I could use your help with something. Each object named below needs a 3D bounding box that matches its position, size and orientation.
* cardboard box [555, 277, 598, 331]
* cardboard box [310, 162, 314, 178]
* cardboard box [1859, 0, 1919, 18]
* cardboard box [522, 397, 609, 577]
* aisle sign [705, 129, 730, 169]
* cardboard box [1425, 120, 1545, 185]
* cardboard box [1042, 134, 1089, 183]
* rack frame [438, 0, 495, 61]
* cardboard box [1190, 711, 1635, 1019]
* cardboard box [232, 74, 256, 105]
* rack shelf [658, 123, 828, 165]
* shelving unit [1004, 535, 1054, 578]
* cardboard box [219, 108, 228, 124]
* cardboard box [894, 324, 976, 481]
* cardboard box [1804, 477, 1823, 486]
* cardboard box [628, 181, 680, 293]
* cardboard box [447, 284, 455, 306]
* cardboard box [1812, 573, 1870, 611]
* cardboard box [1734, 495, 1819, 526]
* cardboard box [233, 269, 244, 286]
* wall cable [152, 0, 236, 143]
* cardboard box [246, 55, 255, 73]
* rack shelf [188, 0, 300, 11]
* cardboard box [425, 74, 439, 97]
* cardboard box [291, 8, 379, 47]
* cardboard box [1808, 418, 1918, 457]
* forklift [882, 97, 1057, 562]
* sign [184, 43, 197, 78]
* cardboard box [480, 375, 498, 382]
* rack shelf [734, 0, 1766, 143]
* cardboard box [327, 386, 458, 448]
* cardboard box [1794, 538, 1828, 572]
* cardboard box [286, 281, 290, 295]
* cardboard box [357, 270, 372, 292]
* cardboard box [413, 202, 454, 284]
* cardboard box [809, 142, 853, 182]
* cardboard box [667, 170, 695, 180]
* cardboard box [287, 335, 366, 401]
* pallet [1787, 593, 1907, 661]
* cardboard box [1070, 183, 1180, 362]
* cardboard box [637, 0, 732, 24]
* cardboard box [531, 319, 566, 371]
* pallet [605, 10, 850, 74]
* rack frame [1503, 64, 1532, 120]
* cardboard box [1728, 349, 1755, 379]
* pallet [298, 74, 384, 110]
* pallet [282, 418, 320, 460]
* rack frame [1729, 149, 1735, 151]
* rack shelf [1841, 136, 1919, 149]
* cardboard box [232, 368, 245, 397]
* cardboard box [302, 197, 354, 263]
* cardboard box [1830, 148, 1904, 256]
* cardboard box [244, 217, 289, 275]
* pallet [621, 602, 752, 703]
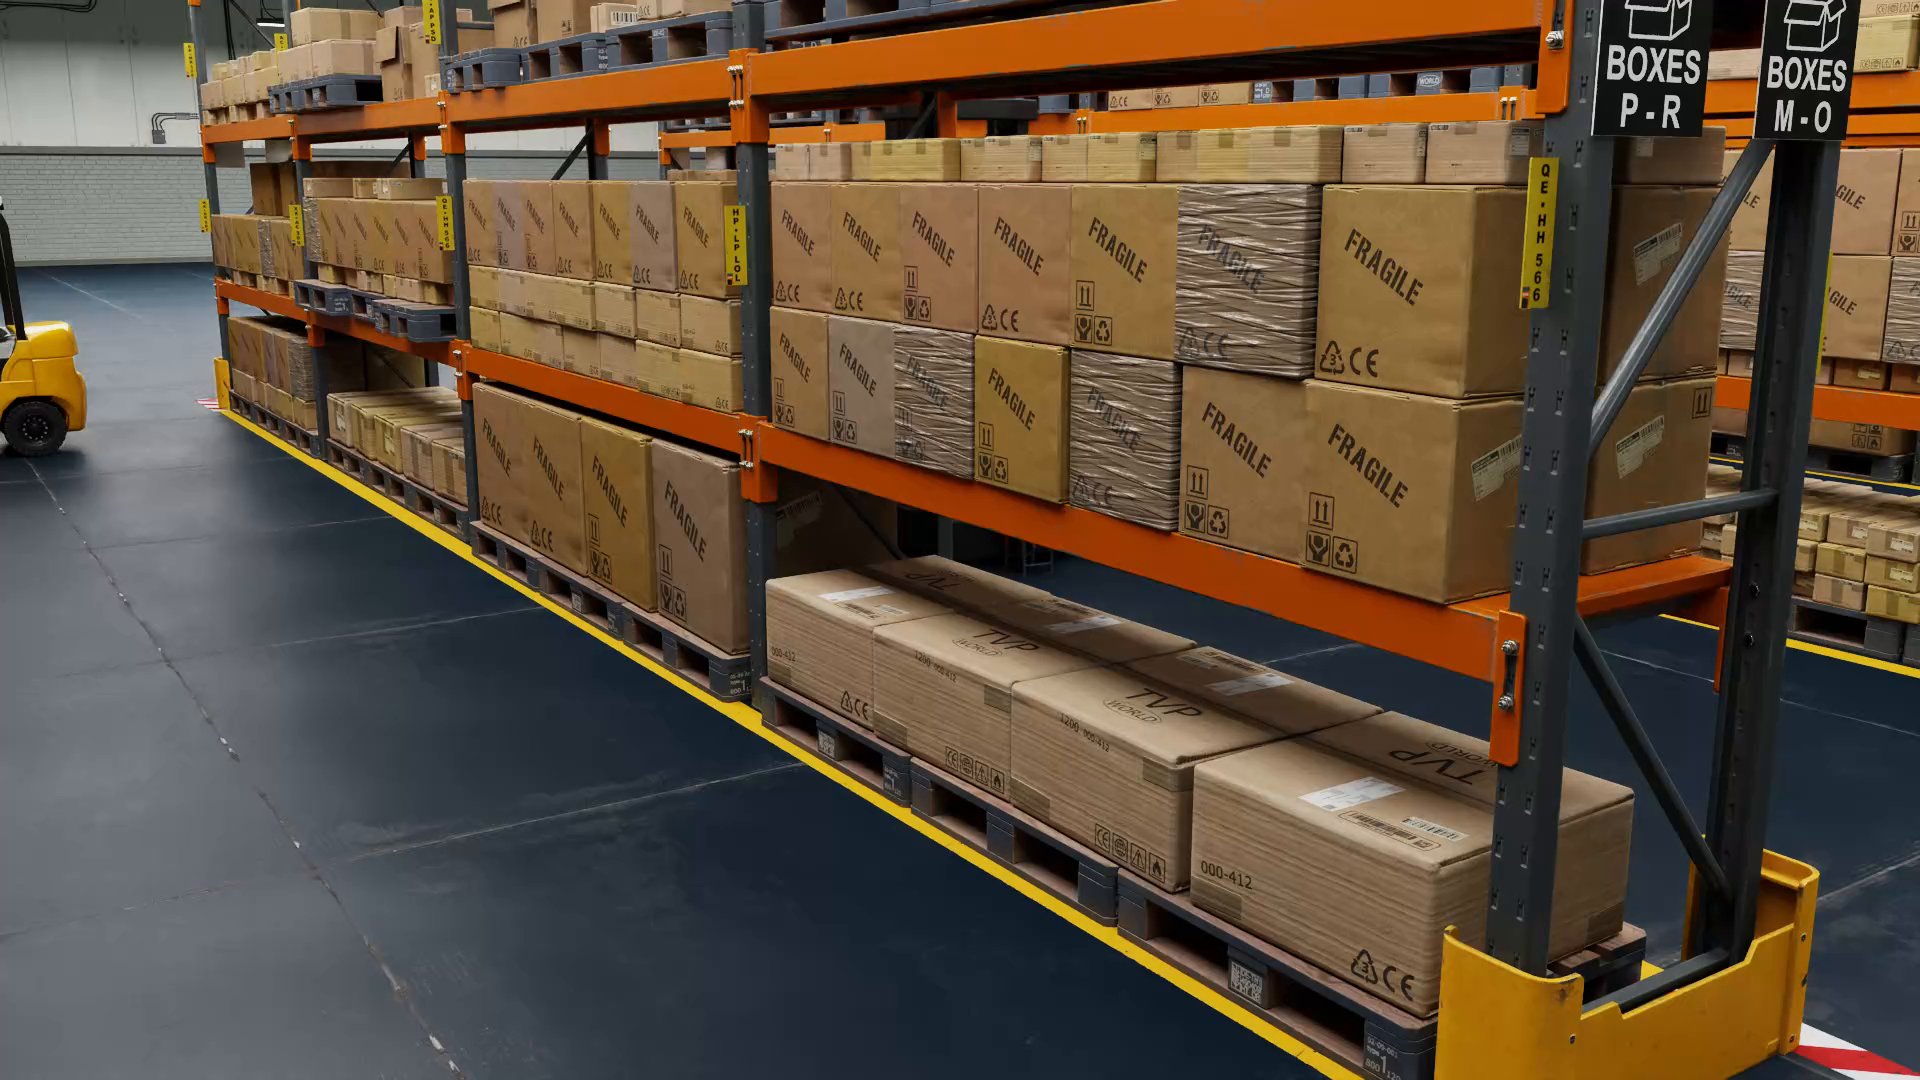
[{"bbox_3d":[-1.802,-1.254,8.754,0.500,0.250,0.500,-8,15,-32],"label":"cardboard box"},{"bbox_3d":[-5.498,-3.160,15.019,0.700,0.500,0.500,-8,15,-34],"label":"cardboard box"},{"bbox_3d":[4.496,-2.618,7.974,0.500,0.250,0.500,-9,15,-35],"label":"cardboard box"},{"bbox_3d":[-1.894,-0.351,9.437,0.875,0.875,0.875,-8,15,-32],"label":"cardboard box"},{"bbox_3d":[-2.856,-4.821,19.799,0.394,0.787,0.004,-8,15,-33],"label":"aisle sign"},{"bbox_3d":[1.368,-0.947,4.080,0.380,0.149,0.250,-8,15,-32],"label":"cardboard box"},{"bbox_3d":[0.486,-1.217,5.312,0.380,0.149,0.250,-8,14,-31],"label":"cardboard box"},{"bbox_3d":[-2.699,-4.407,9.949,1.000,3.000,0.127,-8,15,-33],"label":"rack frame"},{"bbox_3d":[1.285,0.888,4.795,0.875,0.438,0.875,-9,15,-35],"label":"cardboard box"},{"bbox_3d":[-6.229,-4.042,14.957,0.500,0.250,0.500,-8,15,-32],"label":"cardboard box"},{"bbox_3d":[-1.958,-4.261,17.987,1.077,0.370,4.000,-8,15,-33],"label":"rack shelf"},{"bbox_3d":[0.418,-0.324,9.868,0.215,1.050,0.252,-5,15,-24],"label":"shelving unit"},{"bbox_3d":[-6.879,-4.057,15.957,0.380,0.149,0.250,-8,14,-31],"label":"cardboard box"},{"bbox_3d":[0.105,-0.520,5.983,0.500,0.500,0.500,-8,15,-32],"label":"cardboard box"},{"bbox_3d":[4.621,-0.262,9.337,0.380,0.149,0.250,-9,15,-35],"label":"cardboard box"},{"bbox_3d":[-1.232,-1.443,7.863,0.500,0.500,0.500,-8,15,-32],"label":"cardboard box"},{"bbox_3d":[-3.076,-1.589,10.711,0.380,0.149,0.250,-7,14,-31],"label":"cardboard box"},{"bbox_3d":[4.556,0.239,8.436,0.380,0.149,0.250,-8,15,-32],"label":"cardboard box"},{"bbox_3d":[4.342,-0.153,8.839,0.380,0.149,0.250,-9,15,-35],"label":"cardboard box"},{"bbox_3d":[-6.782,-2.540,16.046,0.380,0.149,0.250,-8,15,-32],"label":"cardboard box"},{"bbox_3d":[-20.867,-13.809,44.983,2.305,6.003,0.169,-8,15,-33],"label":"wall cable"},{"bbox_3d":[-6.047,-4.173,14.622,0.380,0.149,0.250,-8,15,-32],"label":"cardboard box"},{"bbox_3d":[-6.023,-5.121,14.905,1.077,0.370,4.000,-8,15,-33],"label":"rack shelf"},{"bbox_3d":[-3.192,-2.893,10.636,0.380,0.149,0.250,-8,15,-33],"label":"cardboard box"},{"bbox_3d":[-4.640,-3.790,12.348,0.500,0.250,0.500,-8,15,-34],"label":"cardboard box"},{"bbox_3d":[7.396,-1.216,13.392,1.225,0.875,0.875,-8,15,-33],"label":"cardboard box"},{"bbox_3d":[-0.234,-1.566,11.161,1.130,2.935,3.031,-6,13,-24],"label":"forklift"},{"bbox_3d":[-7.583,-4.727,16.388,0.100,0.325,0.005,-8,15,-33],"label":"sign"},{"bbox_3d":[-4.376,-1.319,15.717,0.500,0.500,0.500,1,12,6],"label":"cardboard box"},{"bbox_3d":[0.626,-1.523,5.466,1.077,0.370,4.000,-8,15,-33],"label":"rack shelf"},{"bbox_3d":[-4.622,-1.016,13.653,0.950,0.372,0.625,-8,15,-32],"label":"cardboard box"},{"bbox_3d":[4.379,0.049,8.611,0.380,0.149,0.250,-8,15,-32],"label":"cardboard box"},{"bbox_3d":[-5.696,-2.231,14.629,0.380,0.149,0.250,-8,15,-34],"label":"cardboard box"},{"bbox_3d":[-4.173,-1.899,12.129,0.380,0.149,0.250,-7,14,-31],"label":"cardboard box"},{"bbox_3d":[-3.182,-1.923,10.721,0.500,0.500,0.500,-9,15,-34],"label":"cardboard box"},{"bbox_3d":[-0.368,-1.488,6.553,0.380,0.149,0.250,-8,15,-32],"label":"cardboard box"},{"bbox_3d":[-2.893,-4.033,19.403,0.875,0.550,0.550,-8,15,-33],"label":"cardboard box"},{"bbox_3d":[-5.466,-1.489,14.347,0.500,0.500,0.500,-8,15,-34],"label":"cardboard box"},{"bbox_3d":[4.664,0.326,8.876,1.003,0.211,1.213,-8,15,-33],"label":"pallet"},{"bbox_3d":[0.683,-0.826,5.042,0.500,0.500,0.500,-8,15,-33],"label":"cardboard box"},{"bbox_3d":[-1.145,-2.523,7.584,0.500,0.311,0.500,-8,15,-33],"label":"cardboard box"},{"bbox_3d":[-2.052,-1.103,9.233,0.500,0.250,0.500,-8,14,-31],"label":"cardboard box"},{"bbox_3d":[-1.031,-2.294,7.755,0.805,0.209,1.217,-9,15,-35],"label":"pallet"},{"bbox_3d":[3.583,-1.368,10.098,1.000,3.000,0.127,-8,15,-33],"label":"rack frame"},{"bbox_3d":[4.237,-0.928,8.672,0.380,0.149,0.250,-7,14,-30],"label":"cardboard box"},{"bbox_3d":[-4.084,-3.254,12.141,1.213,0.211,1.003,-8,15,-33],"label":"pallet"},{"bbox_3d":[-5.316,-0.940,14.667,1.003,0.211,1.213,-8,15,-33],"label":"pallet"},{"bbox_3d":[11.584,-4.532,24.565,1.000,3.000,0.127,-8,15,-33],"label":"rack frame"},{"bbox_3d":[10.783,-3.993,16.764,1.077,0.370,4.000,-8,15,-33],"label":"rack shelf"},{"bbox_3d":[-6.914,-1.584,16.539,0.500,0.250,0.500,-8,15,-33],"label":"cardboard box"},{"bbox_3d":[-4.894,-2.469,13.219,0.500,0.500,0.500,-8,14,-31],"label":"cardboard box"},{"bbox_3d":[4.466,-1.667,8.192,0.500,0.500,0.500,-9,15,-35],"label":"cardboard box"},{"bbox_3d":[-6.238,-2.704,15.275,0.500,0.500,0.500,-8,15,-34],"label":"cardboard box"},{"bbox_3d":[-0.973,0.469,8.221,1.003,0.211,1.213,-8,15,-33],"label":"pallet"}]
